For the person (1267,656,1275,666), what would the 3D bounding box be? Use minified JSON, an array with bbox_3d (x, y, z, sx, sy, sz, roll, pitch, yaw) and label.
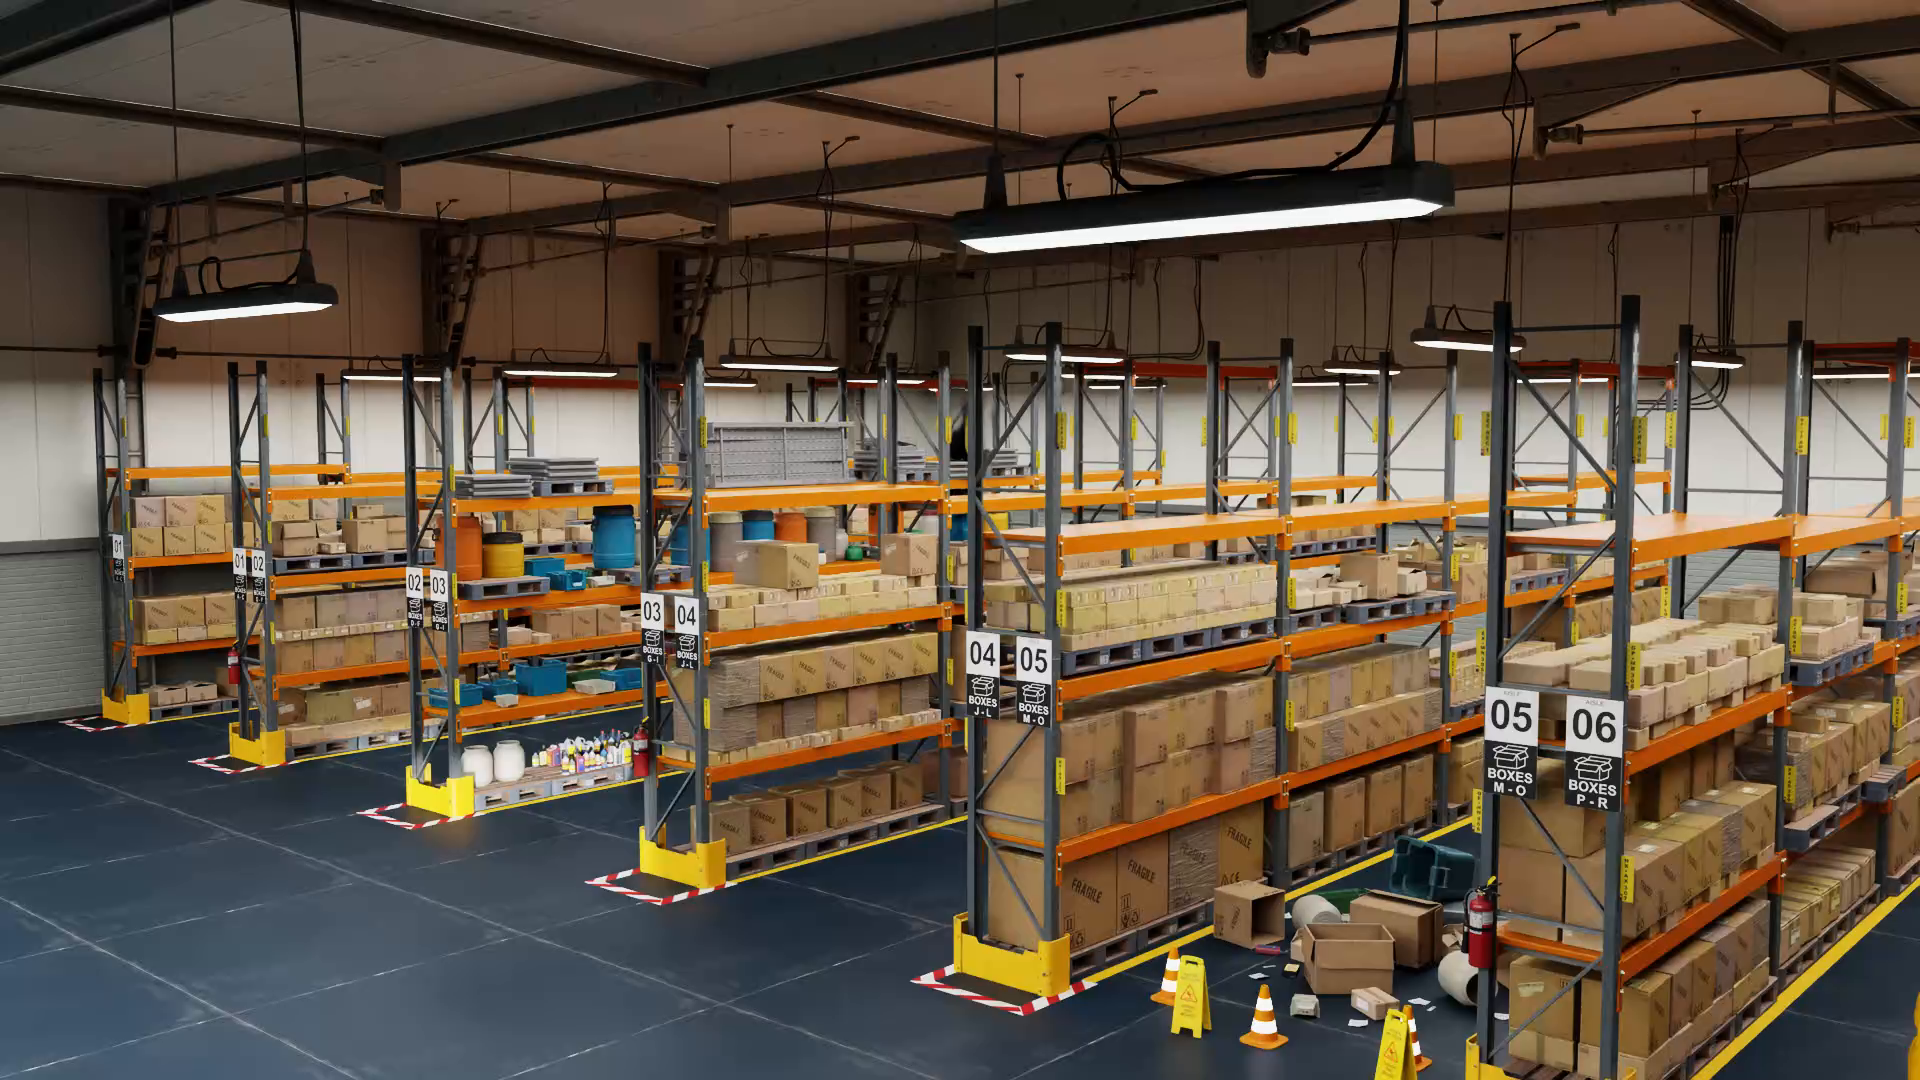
[{"bbox_3d":[4.886,2.507,25.619,0.562,1.582,0.679,4,6,44],"label":"person"}]
